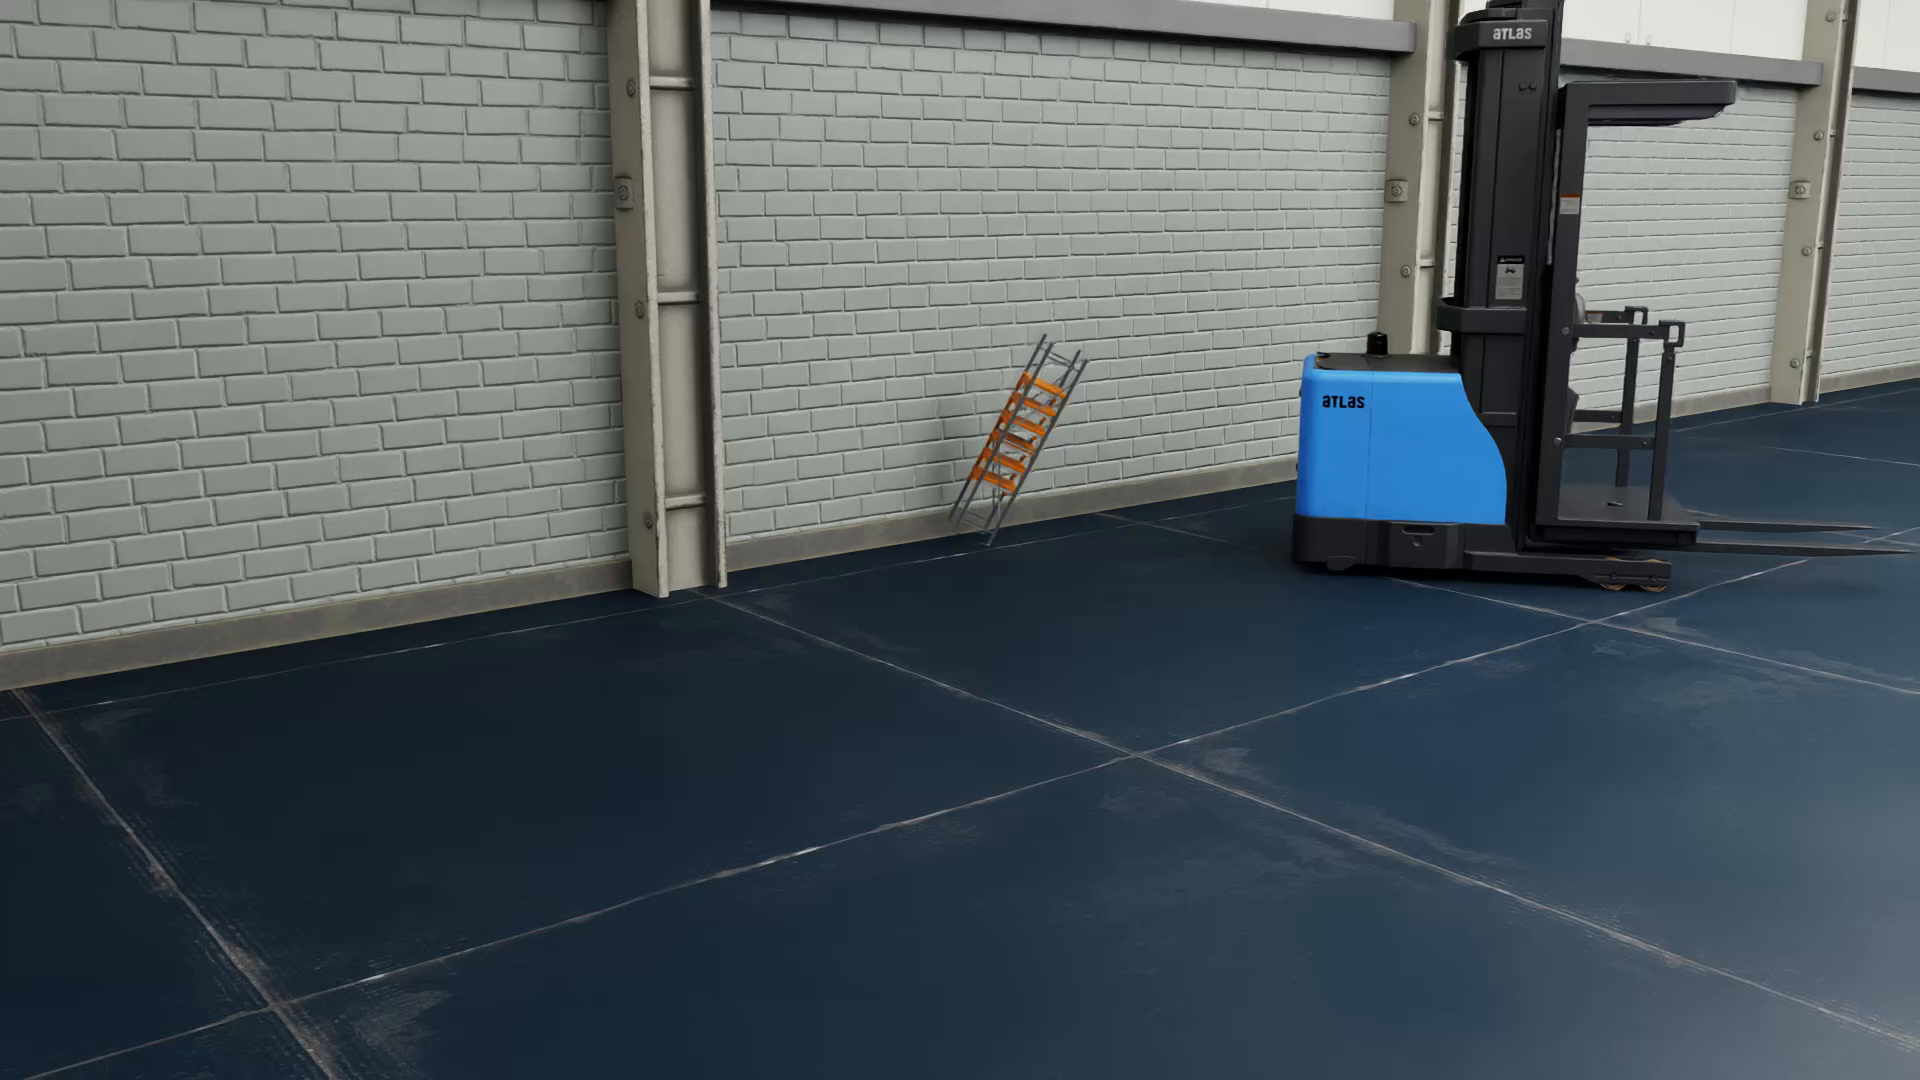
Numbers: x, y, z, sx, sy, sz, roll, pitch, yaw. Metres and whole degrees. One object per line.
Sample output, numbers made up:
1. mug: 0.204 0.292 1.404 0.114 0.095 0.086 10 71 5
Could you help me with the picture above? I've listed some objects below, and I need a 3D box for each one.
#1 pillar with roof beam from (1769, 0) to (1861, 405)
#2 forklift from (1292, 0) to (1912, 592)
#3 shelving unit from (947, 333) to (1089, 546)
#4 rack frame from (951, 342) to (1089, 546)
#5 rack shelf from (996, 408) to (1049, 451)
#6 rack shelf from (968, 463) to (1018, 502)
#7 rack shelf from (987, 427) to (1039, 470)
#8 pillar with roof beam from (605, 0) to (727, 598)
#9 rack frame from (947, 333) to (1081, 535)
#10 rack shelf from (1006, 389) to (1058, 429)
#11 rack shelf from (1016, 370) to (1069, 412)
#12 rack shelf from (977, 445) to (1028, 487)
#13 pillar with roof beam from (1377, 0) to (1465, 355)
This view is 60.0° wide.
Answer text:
1. pillar with roof beam: 10.621 -5.024 11.622 0.400 9.000 9.100 -9 15 -38
2. forklift: 3.336 -1.292 8.657 3.031 2.935 1.130 3 12 12
3. shelving unit: 0.314 -0.552 9.292 0.258 1.200 0.189 23 16 -17
4. rack frame: 0.328 -0.518 9.209 0.240 1.200 0.006 23 16 -17
5. rack shelf: 0.348 -0.617 9.272 0.258 0.103 0.180 23 16 -17
6. rack shelf: 0.186 -0.310 9.369 0.258 0.103 0.180 23 16 -17
7. rack shelf: 0.294 -0.514 9.304 0.258 0.103 0.180 23 16 -17
8. pillar with roof beam: 1.251 -3.466 4.289 0.400 9.000 9.100 -9 15 -38
9. rack frame: 0.300 -0.586 9.376 0.240 1.200 0.006 23 16 -17
10. rack shelf: 0.402 -0.719 9.239 0.258 0.103 0.180 23 16 -17
11. rack shelf: 0.456 -0.821 9.207 0.258 0.103 0.180 23 16 -17
12. rack shelf: 0.240 -0.412 9.337 0.258 0.103 0.180 23 16 -17
13. pillar with roof beam: 5.936 -4.245 7.955 0.400 9.000 9.100 -9 15 -38
